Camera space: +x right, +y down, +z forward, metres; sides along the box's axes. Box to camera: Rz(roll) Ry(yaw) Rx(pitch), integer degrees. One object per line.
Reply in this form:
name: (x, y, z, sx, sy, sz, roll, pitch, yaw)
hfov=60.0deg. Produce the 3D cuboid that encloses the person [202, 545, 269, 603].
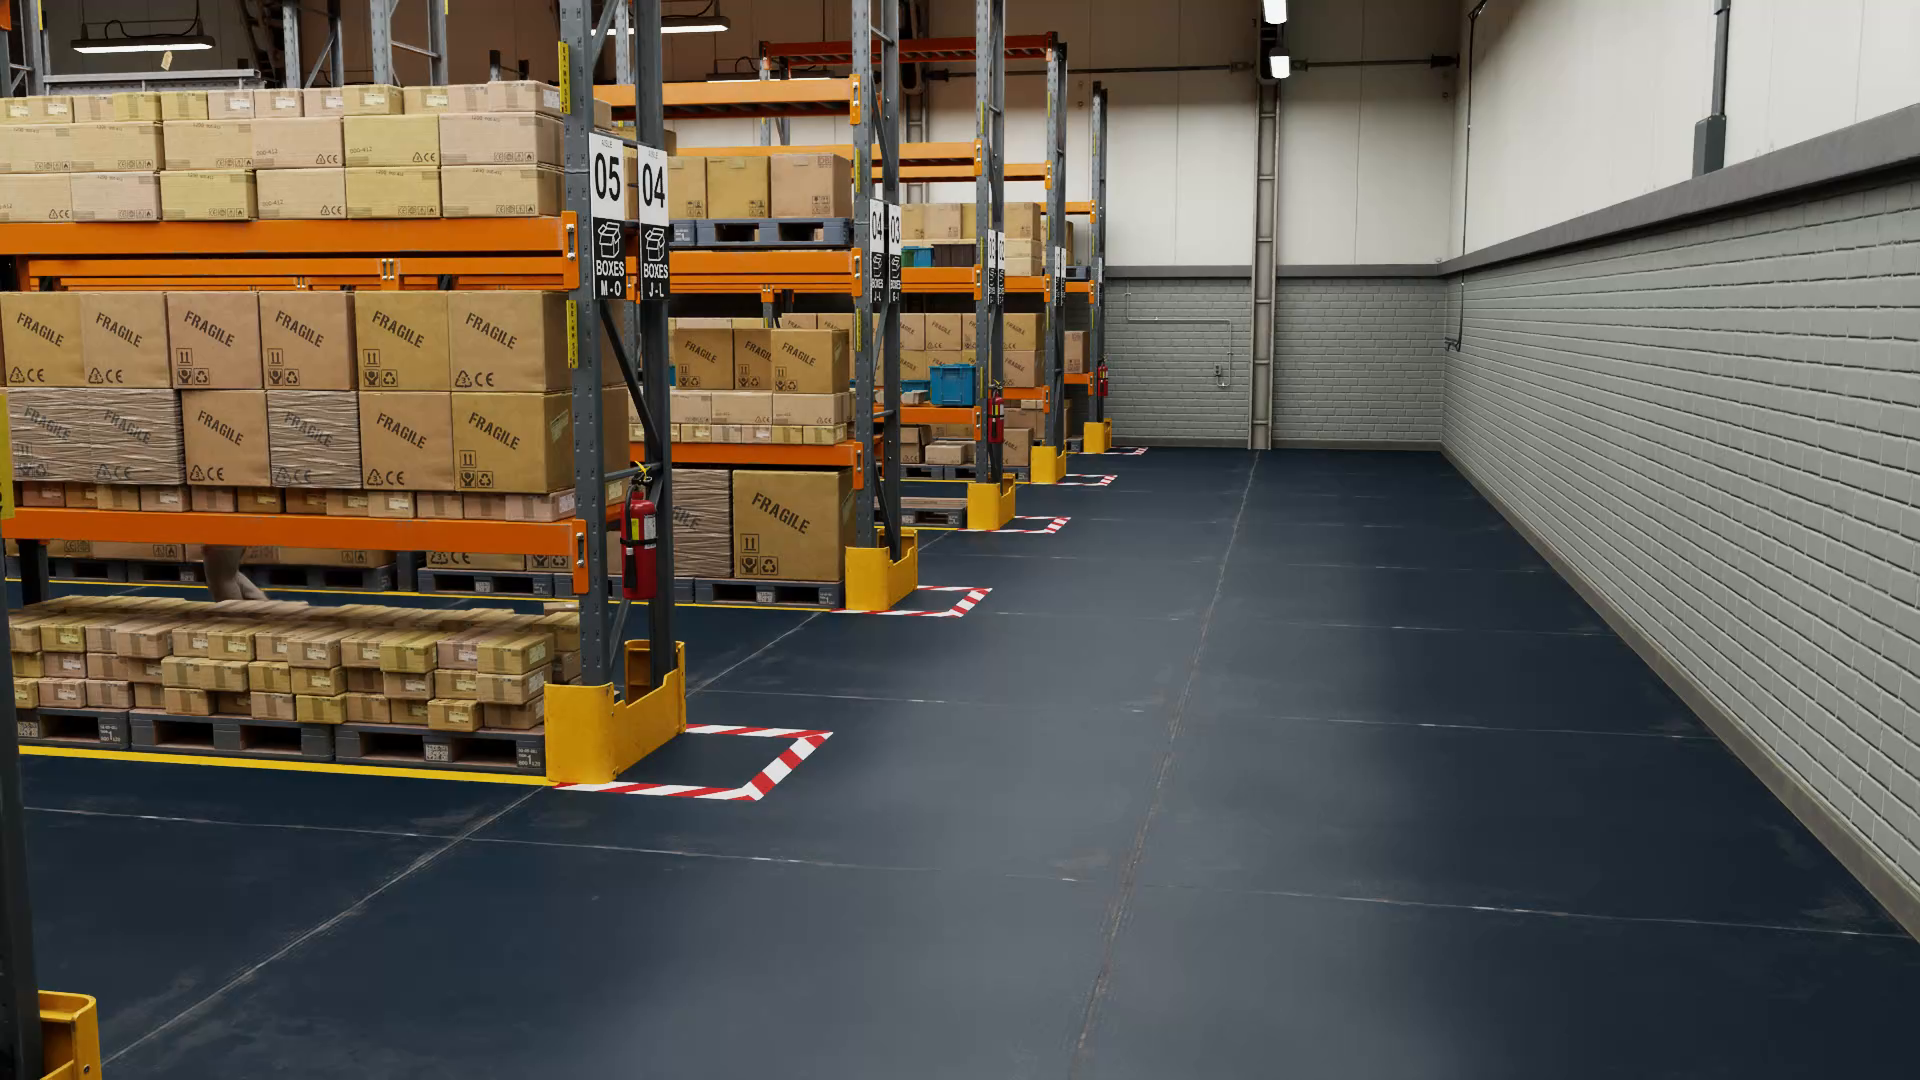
person: (-4.994, -0.096, 11.402, 0.505, 1.714, 0.544, 0, 8, -2)
